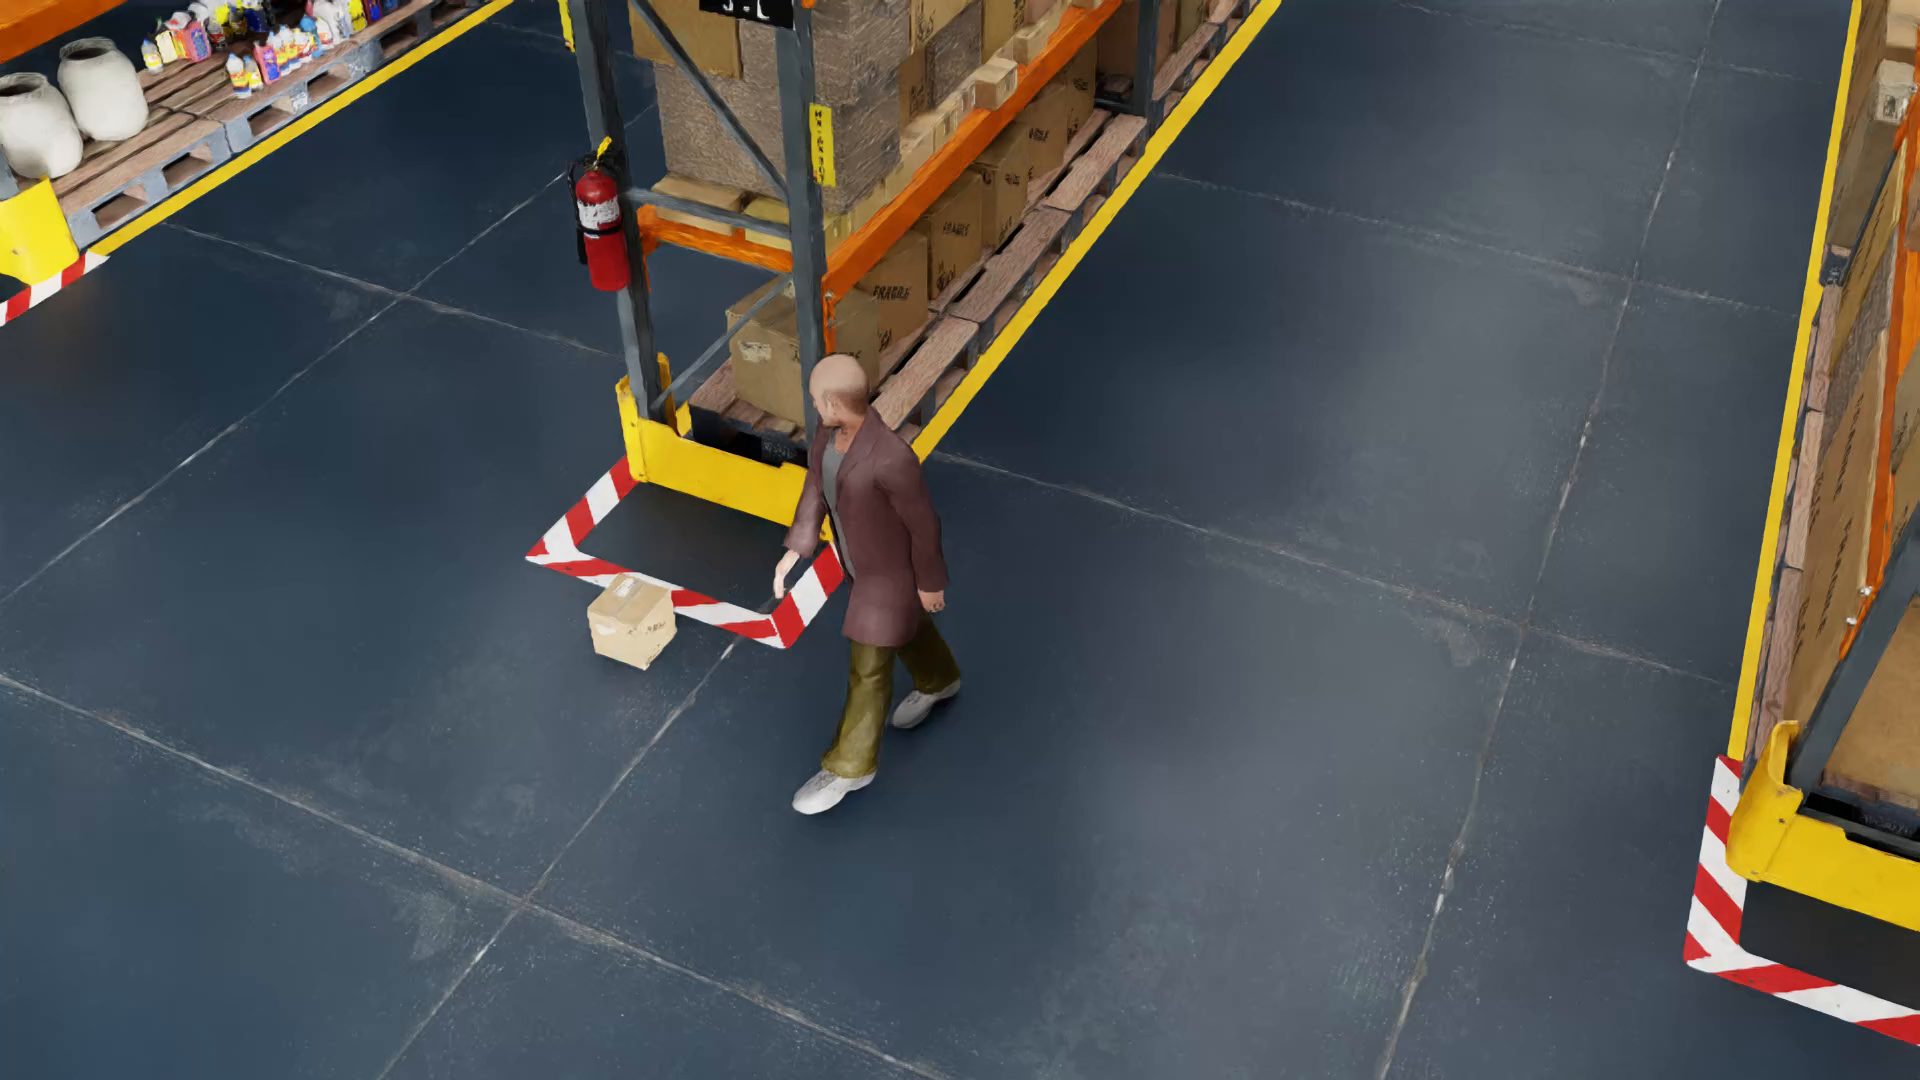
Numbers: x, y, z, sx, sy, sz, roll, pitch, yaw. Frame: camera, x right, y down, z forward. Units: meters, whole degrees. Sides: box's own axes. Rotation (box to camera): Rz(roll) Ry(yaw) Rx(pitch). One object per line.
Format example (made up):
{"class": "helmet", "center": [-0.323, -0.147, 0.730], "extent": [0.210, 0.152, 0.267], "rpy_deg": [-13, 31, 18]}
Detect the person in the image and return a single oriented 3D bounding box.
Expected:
{"class": "person", "center": [-0.372, 0.129, 6.059], "extent": [0.909, 1.677, 0.610], "rpy_deg": [-22, 46, -23]}
